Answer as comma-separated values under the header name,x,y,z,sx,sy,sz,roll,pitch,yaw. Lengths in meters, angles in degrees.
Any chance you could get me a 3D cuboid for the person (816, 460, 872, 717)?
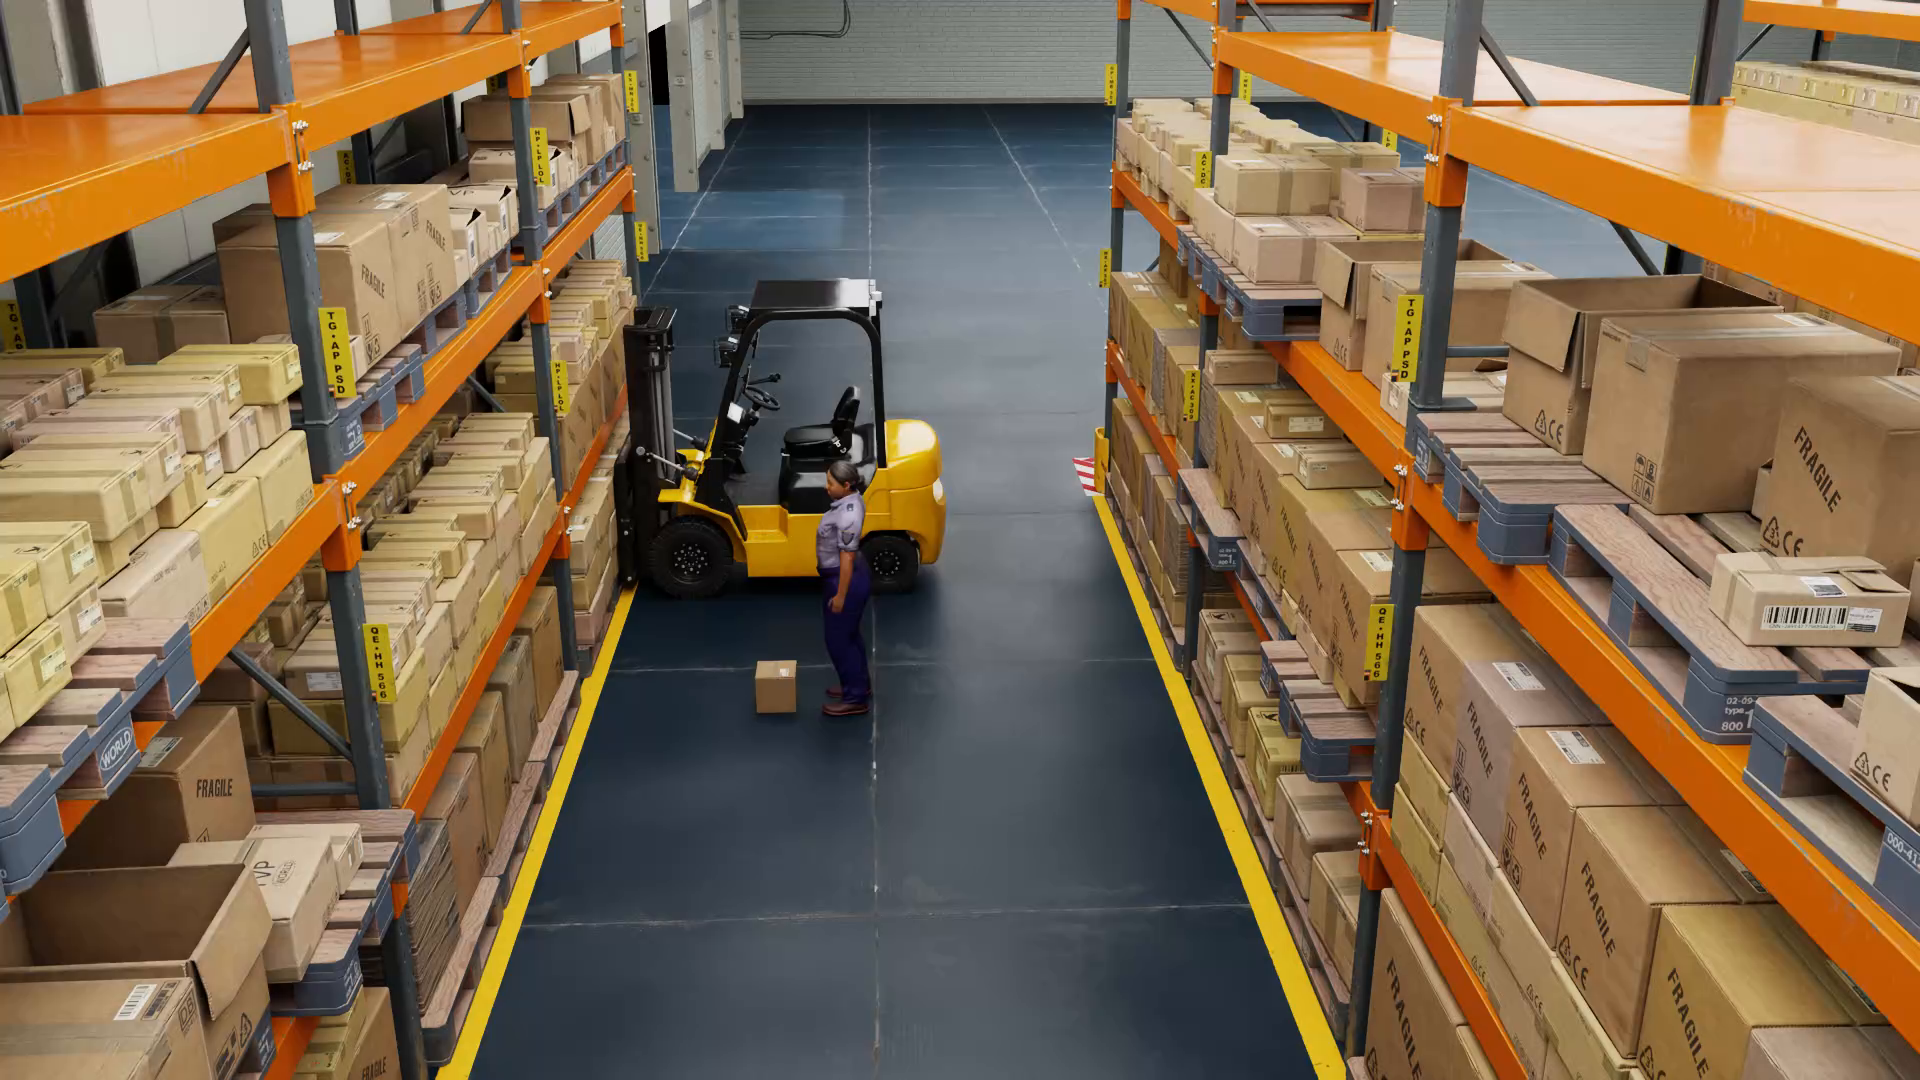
name,x,y,z,sx,sy,sz,roll,pitch,yaw
person,-0.720,0.295,10.347,0.342,1.631,0.470,-1,21,-2
